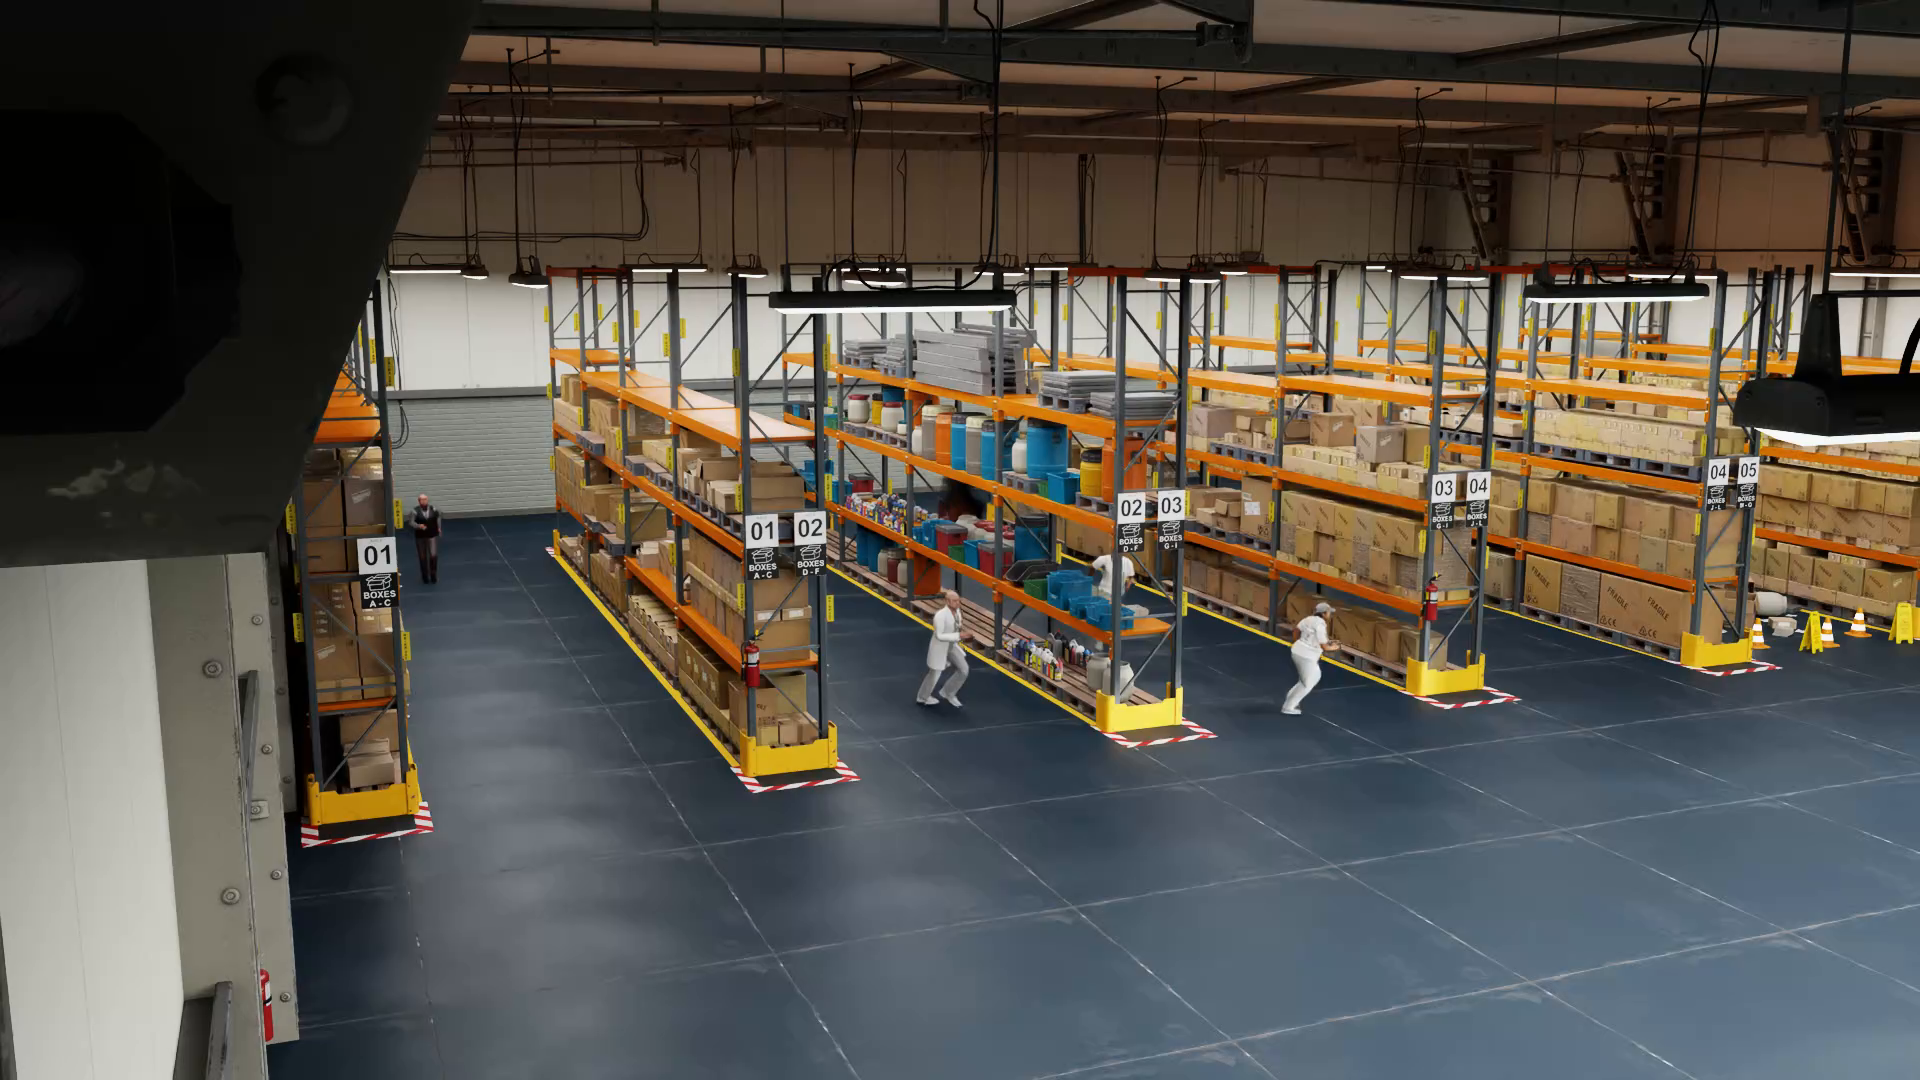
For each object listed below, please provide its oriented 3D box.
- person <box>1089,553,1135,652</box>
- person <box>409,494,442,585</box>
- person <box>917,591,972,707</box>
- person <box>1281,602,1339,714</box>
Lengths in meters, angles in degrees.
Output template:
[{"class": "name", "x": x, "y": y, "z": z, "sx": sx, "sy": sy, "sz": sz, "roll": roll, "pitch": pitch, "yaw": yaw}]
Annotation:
[{"class": "person", "x": 2.426, "y": 0.846, "z": 26.675, "sx": 0.742, "sy": 1.736, "sz": 0.835, "roll": -3, "pitch": 10, "yaw": -17}, {"class": "person", "x": -10.206, "y": -0.089, "z": 31.793, "sx": 0.609, "sy": 1.604, "sz": 0.815, "roll": -4, "pitch": 11, "yaw": -20}, {"class": "person", "x": -0.195, "y": 1.517, "z": 23.055, "sx": 1.003, "sy": 1.697, "sz": 0.699, "roll": 9, "pitch": 13, "yaw": 42}, {"class": "person", "x": 4.830, "y": 1.624, "z": 22.906, "sx": 0.799, "sy": 1.566, "sz": 0.596, "roll": -1, "pitch": 10, "yaw": -6}]
